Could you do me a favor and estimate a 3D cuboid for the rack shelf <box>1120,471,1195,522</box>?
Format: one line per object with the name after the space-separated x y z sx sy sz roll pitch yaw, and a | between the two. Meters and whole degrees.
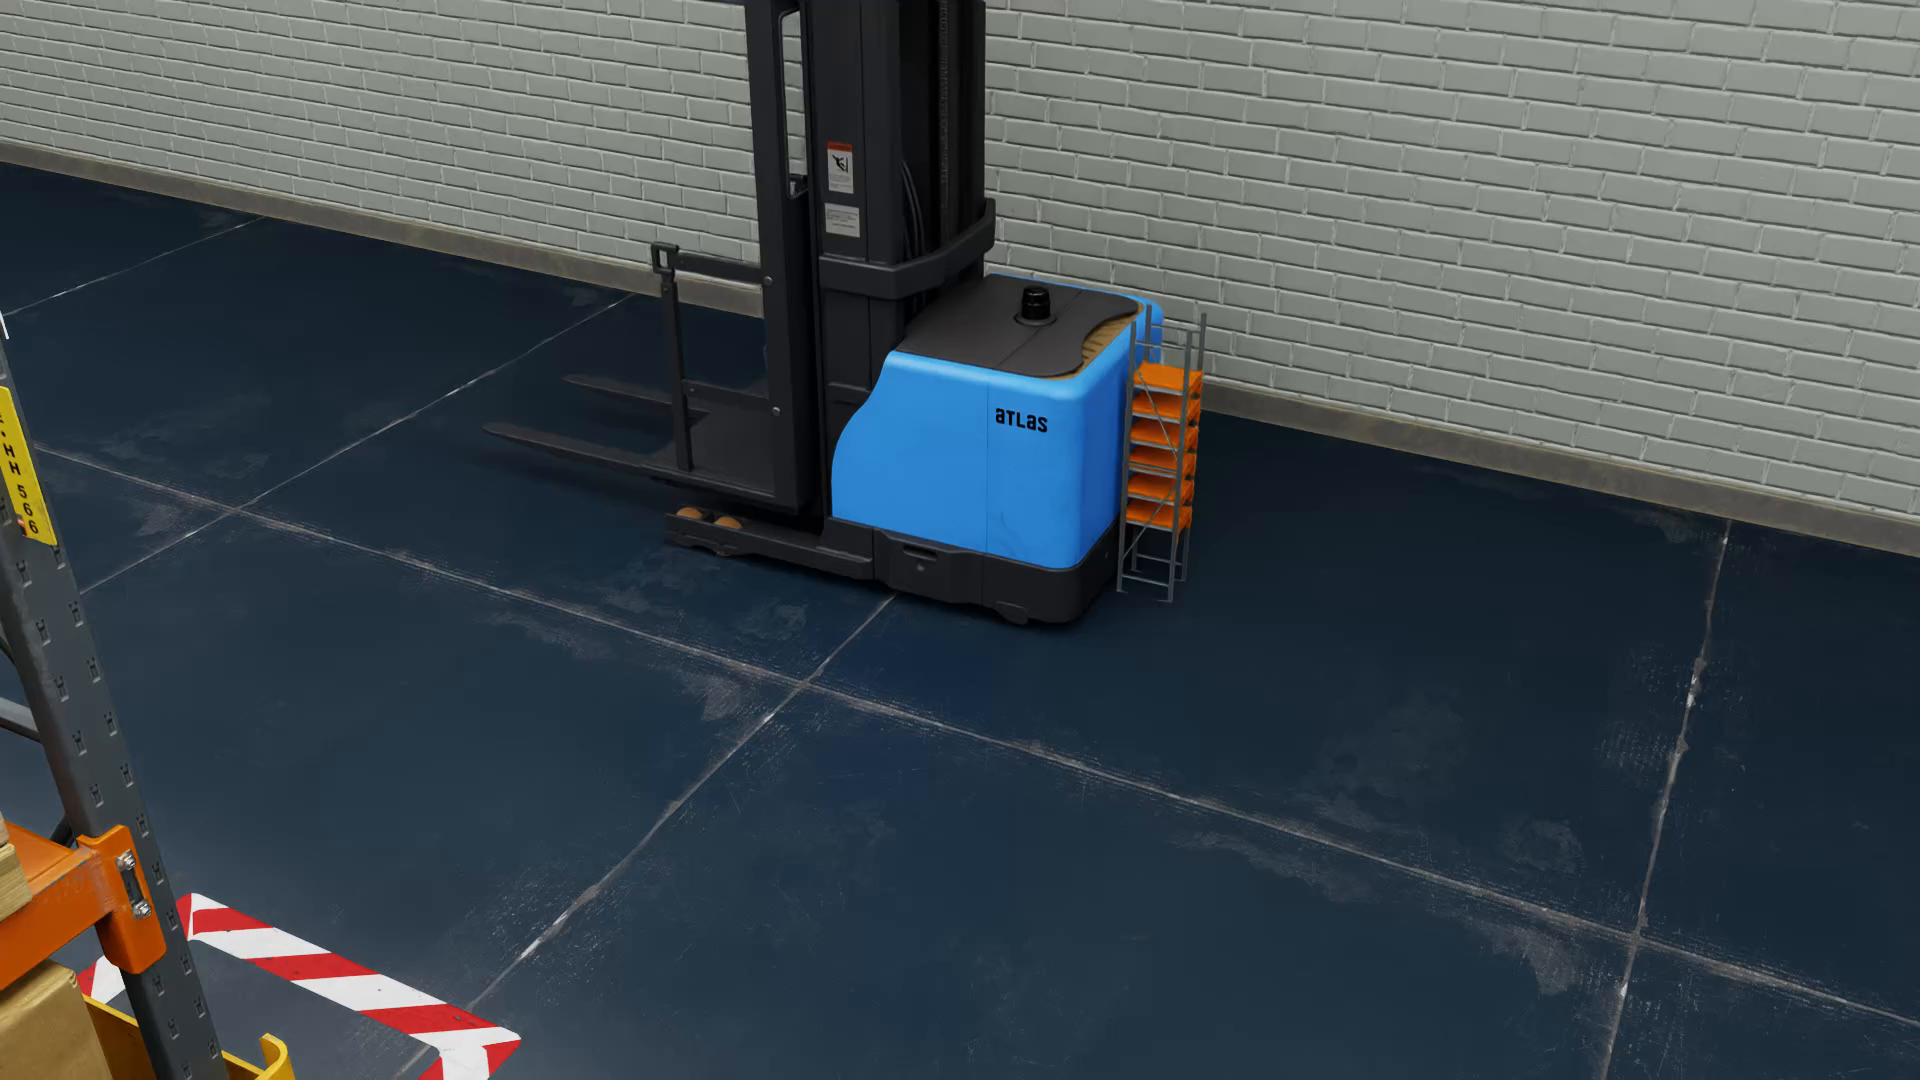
0.795 -0.183 6.694 0.258 0.103 0.180 13 32 21 | rack shelf

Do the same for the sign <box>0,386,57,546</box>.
-1.753 -0.141 3.083 0.100 0.325 0.005 14 33 23 | sign

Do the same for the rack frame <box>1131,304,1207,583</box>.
0.832 -0.367 6.685 0.240 1.200 0.006 13 32 21 | rack frame

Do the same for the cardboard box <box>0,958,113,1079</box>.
-2.450 1.376 3.554 0.875 0.875 0.875 14 33 23 | cardboard box

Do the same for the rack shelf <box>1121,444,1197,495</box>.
0.795 -0.287 6.634 0.258 0.103 0.180 13 32 21 | rack shelf

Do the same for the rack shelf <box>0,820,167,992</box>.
-3.140 1.533 2.291 1.077 0.370 4.000 14 33 23 | rack shelf

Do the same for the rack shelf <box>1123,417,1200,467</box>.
0.795 -0.391 6.575 0.258 0.103 0.180 13 32 21 | rack shelf

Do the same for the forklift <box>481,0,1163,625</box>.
-0.711 -1.423 6.785 3.031 2.935 1.130 13 32 22 | forklift

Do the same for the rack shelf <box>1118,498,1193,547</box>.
0.795 -0.079 6.754 0.258 0.103 0.180 13 32 21 | rack shelf

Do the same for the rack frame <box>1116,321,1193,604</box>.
0.758 -0.284 6.540 0.240 1.200 0.006 13 32 21 | rack frame

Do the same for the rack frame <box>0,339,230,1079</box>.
-2.229 0.335 3.655 1.000 3.000 0.127 14 33 23 | rack frame

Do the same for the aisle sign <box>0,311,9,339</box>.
-1.929 -0.757 2.945 0.394 0.787 0.004 14 33 23 | aisle sign

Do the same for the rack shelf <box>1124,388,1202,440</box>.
0.795 -0.495 6.515 0.258 0.103 0.180 13 32 21 | rack shelf

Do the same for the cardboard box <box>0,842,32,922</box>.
-2.098 0.676 3.313 0.380 0.149 0.250 15 33 24 | cardboard box

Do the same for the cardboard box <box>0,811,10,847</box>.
-2.214 0.546 3.140 0.500 0.250 0.500 14 33 23 | cardboard box

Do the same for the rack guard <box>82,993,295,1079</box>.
-2.218 1.408 4.296 1.175 0.500 0.348 14 33 23 | rack guard

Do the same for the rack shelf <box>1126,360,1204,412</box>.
0.795 -0.599 6.455 0.258 0.103 0.180 13 32 21 | rack shelf

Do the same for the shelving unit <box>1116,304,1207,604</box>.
0.795 -0.326 6.612 0.258 1.200 0.189 13 32 21 | shelving unit
